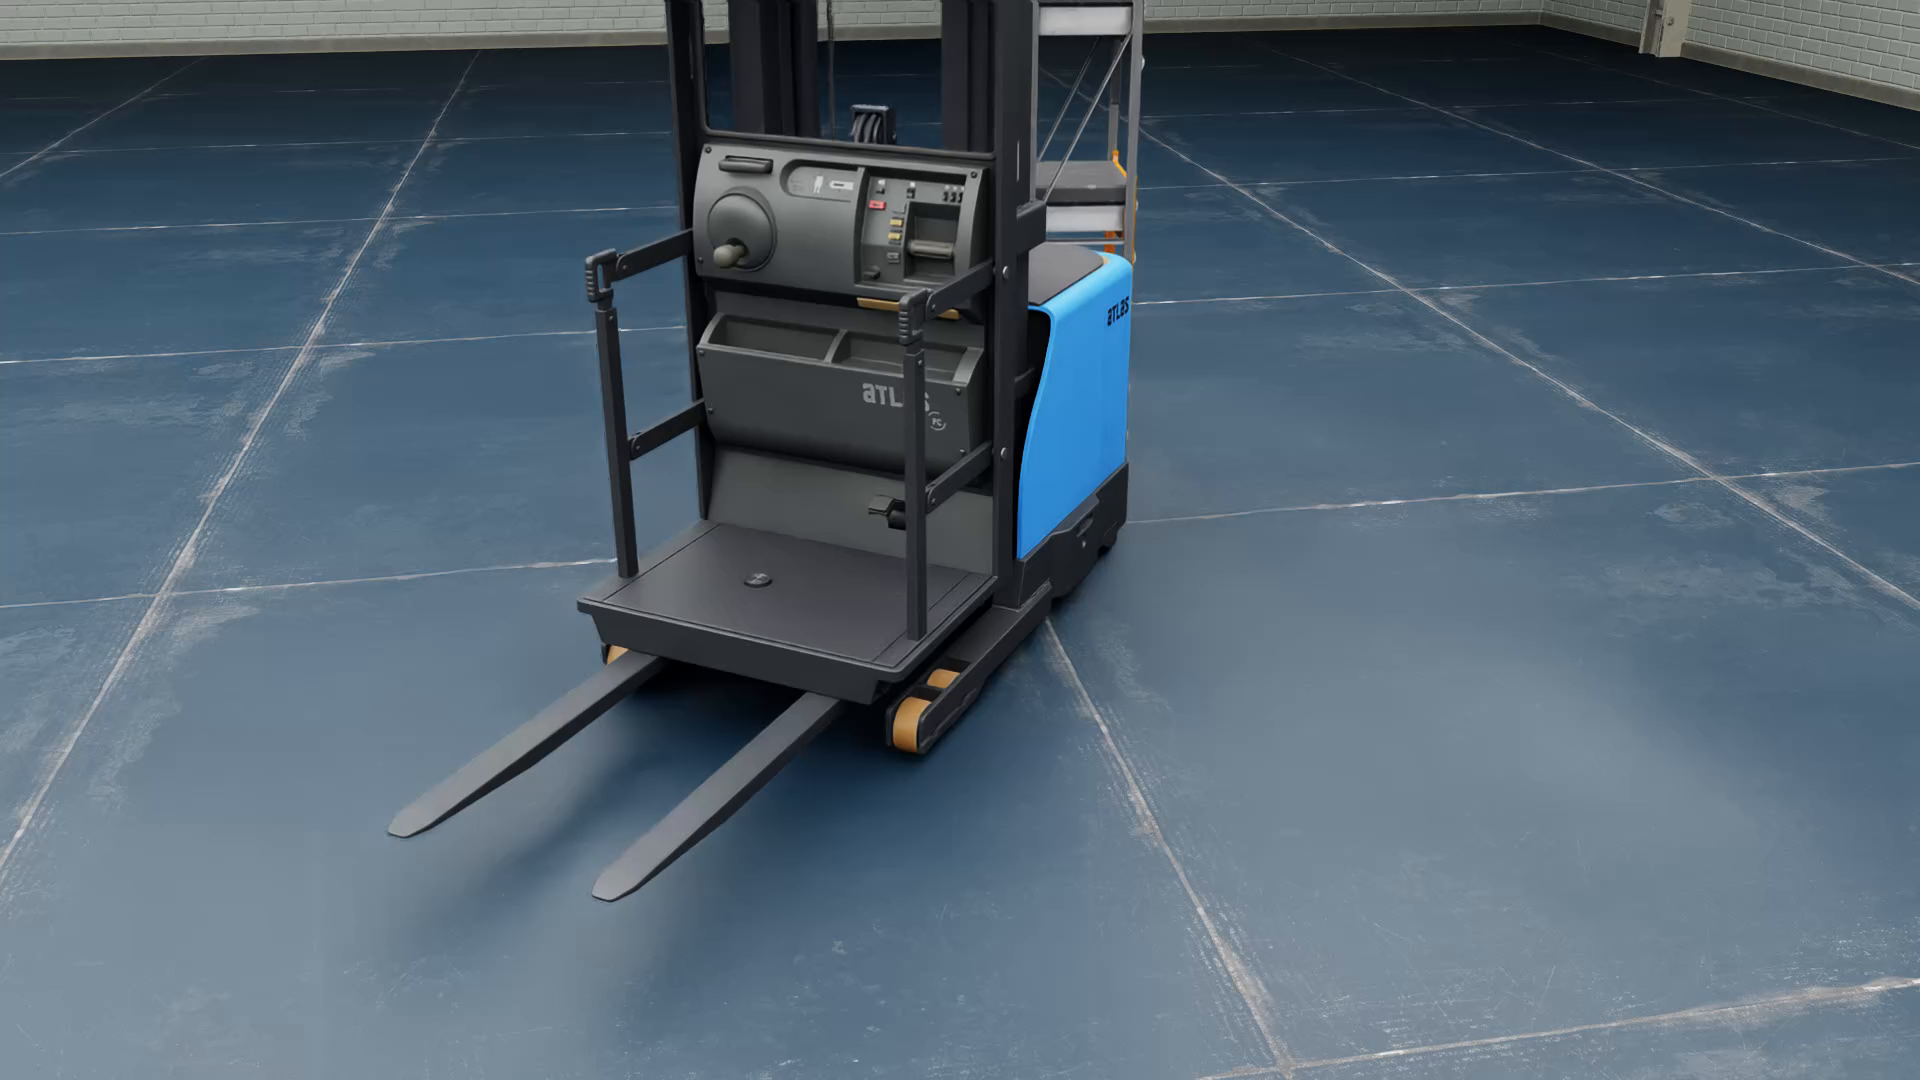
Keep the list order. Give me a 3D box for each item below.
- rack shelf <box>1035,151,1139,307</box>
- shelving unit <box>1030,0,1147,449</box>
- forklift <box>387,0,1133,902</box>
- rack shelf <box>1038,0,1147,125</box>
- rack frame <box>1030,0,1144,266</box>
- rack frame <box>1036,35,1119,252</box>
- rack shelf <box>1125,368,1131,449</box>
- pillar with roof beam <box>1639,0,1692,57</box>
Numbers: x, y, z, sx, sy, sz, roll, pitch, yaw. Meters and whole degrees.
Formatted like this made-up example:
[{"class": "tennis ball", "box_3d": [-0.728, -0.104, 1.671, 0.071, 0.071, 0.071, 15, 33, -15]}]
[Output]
[{"class": "rack shelf", "box_3d": [0.426, -1.181, 6.365, 0.431, 0.518, 0.480, -1, 24, -3]}, {"class": "shelving unit", "box_3d": [0.426, -1.194, 6.359, 0.431, 2.100, 0.503, -1, 24, -3]}, {"class": "forklift", "box_3d": [-0.458, -0.918, 4.691, 1.130, 2.935, 3.031, 11, 26, 23]}, {"class": "rack shelf", "box_3d": [0.426, -1.823, 6.085, 0.431, 0.518, 0.480, -1, 24, -3]}, {"class": "rack frame", "box_3d": [0.440, -1.096, 6.136, 0.400, 2.100, 0.015, -1, 24, -3]}, {"class": "rack frame", "box_3d": [0.412, -1.291, 6.583, 0.400, 2.100, 0.015, -1, 24, -3]}, {"class": "rack shelf", "box_3d": [0.426, -0.540, 6.645, 0.431, 0.518, 0.480, -1, 24, -3]}, {"class": "pillar with roof beam", "box_3d": [3.710, -9.310, 16.323, 9.100, 9.000, 0.400, -4, 24, -10]}]
